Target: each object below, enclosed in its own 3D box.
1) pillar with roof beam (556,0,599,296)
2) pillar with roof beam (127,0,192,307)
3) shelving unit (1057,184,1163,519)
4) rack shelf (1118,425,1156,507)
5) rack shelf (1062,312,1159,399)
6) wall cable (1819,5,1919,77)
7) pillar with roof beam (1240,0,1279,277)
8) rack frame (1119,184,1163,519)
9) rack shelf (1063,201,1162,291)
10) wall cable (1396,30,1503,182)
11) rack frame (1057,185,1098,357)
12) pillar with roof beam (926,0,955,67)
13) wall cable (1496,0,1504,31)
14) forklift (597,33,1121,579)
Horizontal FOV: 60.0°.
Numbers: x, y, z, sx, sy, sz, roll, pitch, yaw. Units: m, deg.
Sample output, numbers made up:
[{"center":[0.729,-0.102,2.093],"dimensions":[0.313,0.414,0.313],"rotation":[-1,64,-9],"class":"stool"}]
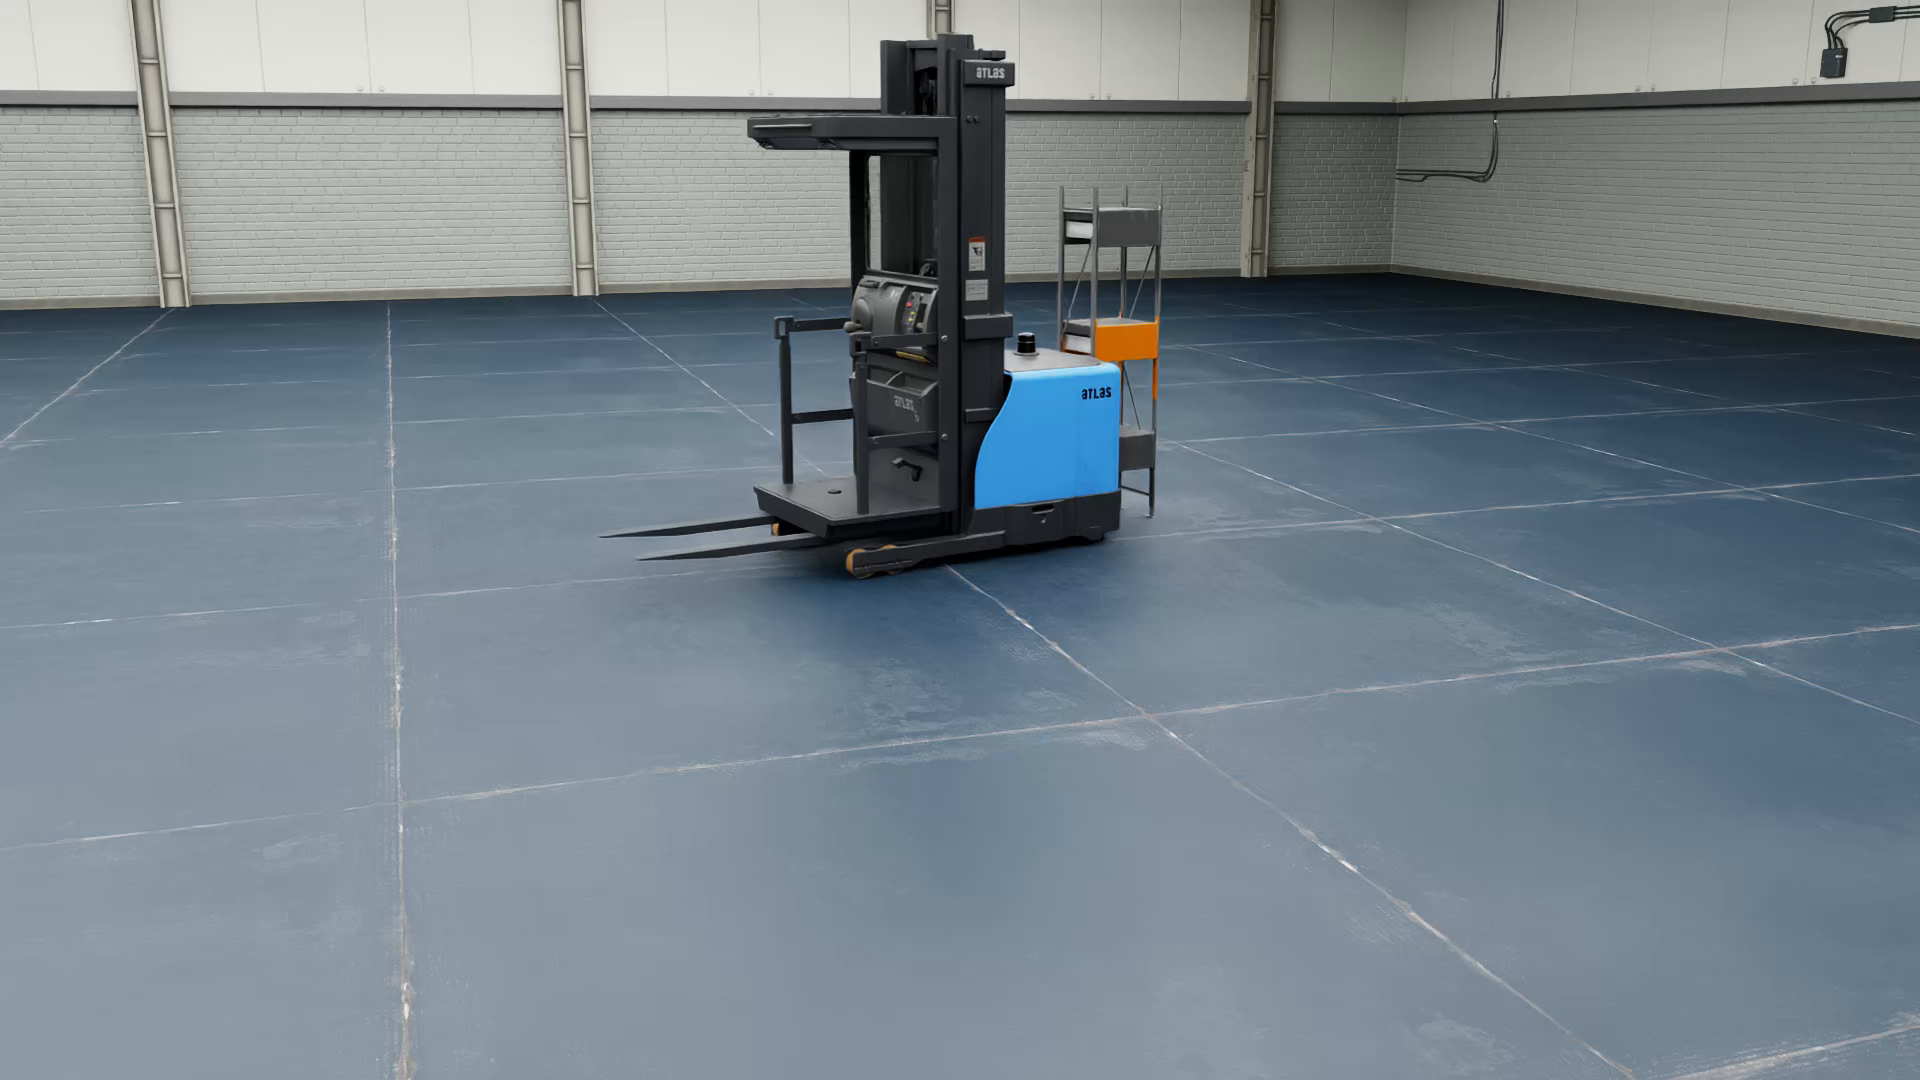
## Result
[{"center":[-4.635,-7.367,21.670],"dimensions":[0.400,9.000,9.100],"rotation":[-4,14,-18],"class":"pillar with roof beam"},{"center":[-10.322,-6.925,19.808],"dimensions":[0.400,9.000,9.100],"rotation":[-4,14,-18],"class":"pillar with roof beam"},{"center":[0.936,-1.170,10.526],"dimensions":[0.503,2.100,0.431],"rotation":[-8,15,-29],"class":"shelving unit"},{"center":[0.936,-0.476,10.691],"dimensions":[0.480,0.518,0.431],"rotation":[-8,15,-29],"class":"rack shelf"},{"center":[0.936,-1.157,10.529],"dimensions":[0.480,0.518,0.431],"rotation":[-8,15,-29],"class":"rack shelf"},{"center":[11.592,-8.696,19.905],"dimensions":[0.169,6.003,2.305],"rotation":[-4,14,-18],"class":"wall cable"},{"center":[6.738,-8.253,25.393],"dimensions":[0.400,9.000,9.100],"rotation":[-4,14,-18],"class":"pillar with roof beam"},{"center":[1.146,-1.199,10.646],"dimensions":[0.015,2.100,0.400],"rotation":[-8,15,-29],"class":"rack frame"},{"center":[0.936,-1.838,10.367],"dimensions":[0.480,0.518,0.431],"rotation":[-8,15,-29],"class":"rack shelf"},{"center":[8.579,-7.614,29.417],"dimensions":[0.112,2.526,3.097],"rotation":[-4,14,-18],"class":"wall cable"},{"center":[0.725,-1.142,10.406],"dimensions":[0.015,2.100,0.400],"rotation":[-8,15,-29],"class":"rack frame"},{"center":[1.052,-7.810,23.531],"dimensions":[0.400,9.000,9.100],"rotation":[-4,14,-18],"class":"pillar with roof beam"},{"center":[9.442,-9.478,26.338],"dimensions":[0.112,2.526,3.097],"rotation":[-4,14,-18],"class":"wall cable"},{"center":[-0.558,-1.350,9.485],"dimensions":[3.031,2.935,1.130],"rotation":[-8,15,-29],"class":"forklift"}]
